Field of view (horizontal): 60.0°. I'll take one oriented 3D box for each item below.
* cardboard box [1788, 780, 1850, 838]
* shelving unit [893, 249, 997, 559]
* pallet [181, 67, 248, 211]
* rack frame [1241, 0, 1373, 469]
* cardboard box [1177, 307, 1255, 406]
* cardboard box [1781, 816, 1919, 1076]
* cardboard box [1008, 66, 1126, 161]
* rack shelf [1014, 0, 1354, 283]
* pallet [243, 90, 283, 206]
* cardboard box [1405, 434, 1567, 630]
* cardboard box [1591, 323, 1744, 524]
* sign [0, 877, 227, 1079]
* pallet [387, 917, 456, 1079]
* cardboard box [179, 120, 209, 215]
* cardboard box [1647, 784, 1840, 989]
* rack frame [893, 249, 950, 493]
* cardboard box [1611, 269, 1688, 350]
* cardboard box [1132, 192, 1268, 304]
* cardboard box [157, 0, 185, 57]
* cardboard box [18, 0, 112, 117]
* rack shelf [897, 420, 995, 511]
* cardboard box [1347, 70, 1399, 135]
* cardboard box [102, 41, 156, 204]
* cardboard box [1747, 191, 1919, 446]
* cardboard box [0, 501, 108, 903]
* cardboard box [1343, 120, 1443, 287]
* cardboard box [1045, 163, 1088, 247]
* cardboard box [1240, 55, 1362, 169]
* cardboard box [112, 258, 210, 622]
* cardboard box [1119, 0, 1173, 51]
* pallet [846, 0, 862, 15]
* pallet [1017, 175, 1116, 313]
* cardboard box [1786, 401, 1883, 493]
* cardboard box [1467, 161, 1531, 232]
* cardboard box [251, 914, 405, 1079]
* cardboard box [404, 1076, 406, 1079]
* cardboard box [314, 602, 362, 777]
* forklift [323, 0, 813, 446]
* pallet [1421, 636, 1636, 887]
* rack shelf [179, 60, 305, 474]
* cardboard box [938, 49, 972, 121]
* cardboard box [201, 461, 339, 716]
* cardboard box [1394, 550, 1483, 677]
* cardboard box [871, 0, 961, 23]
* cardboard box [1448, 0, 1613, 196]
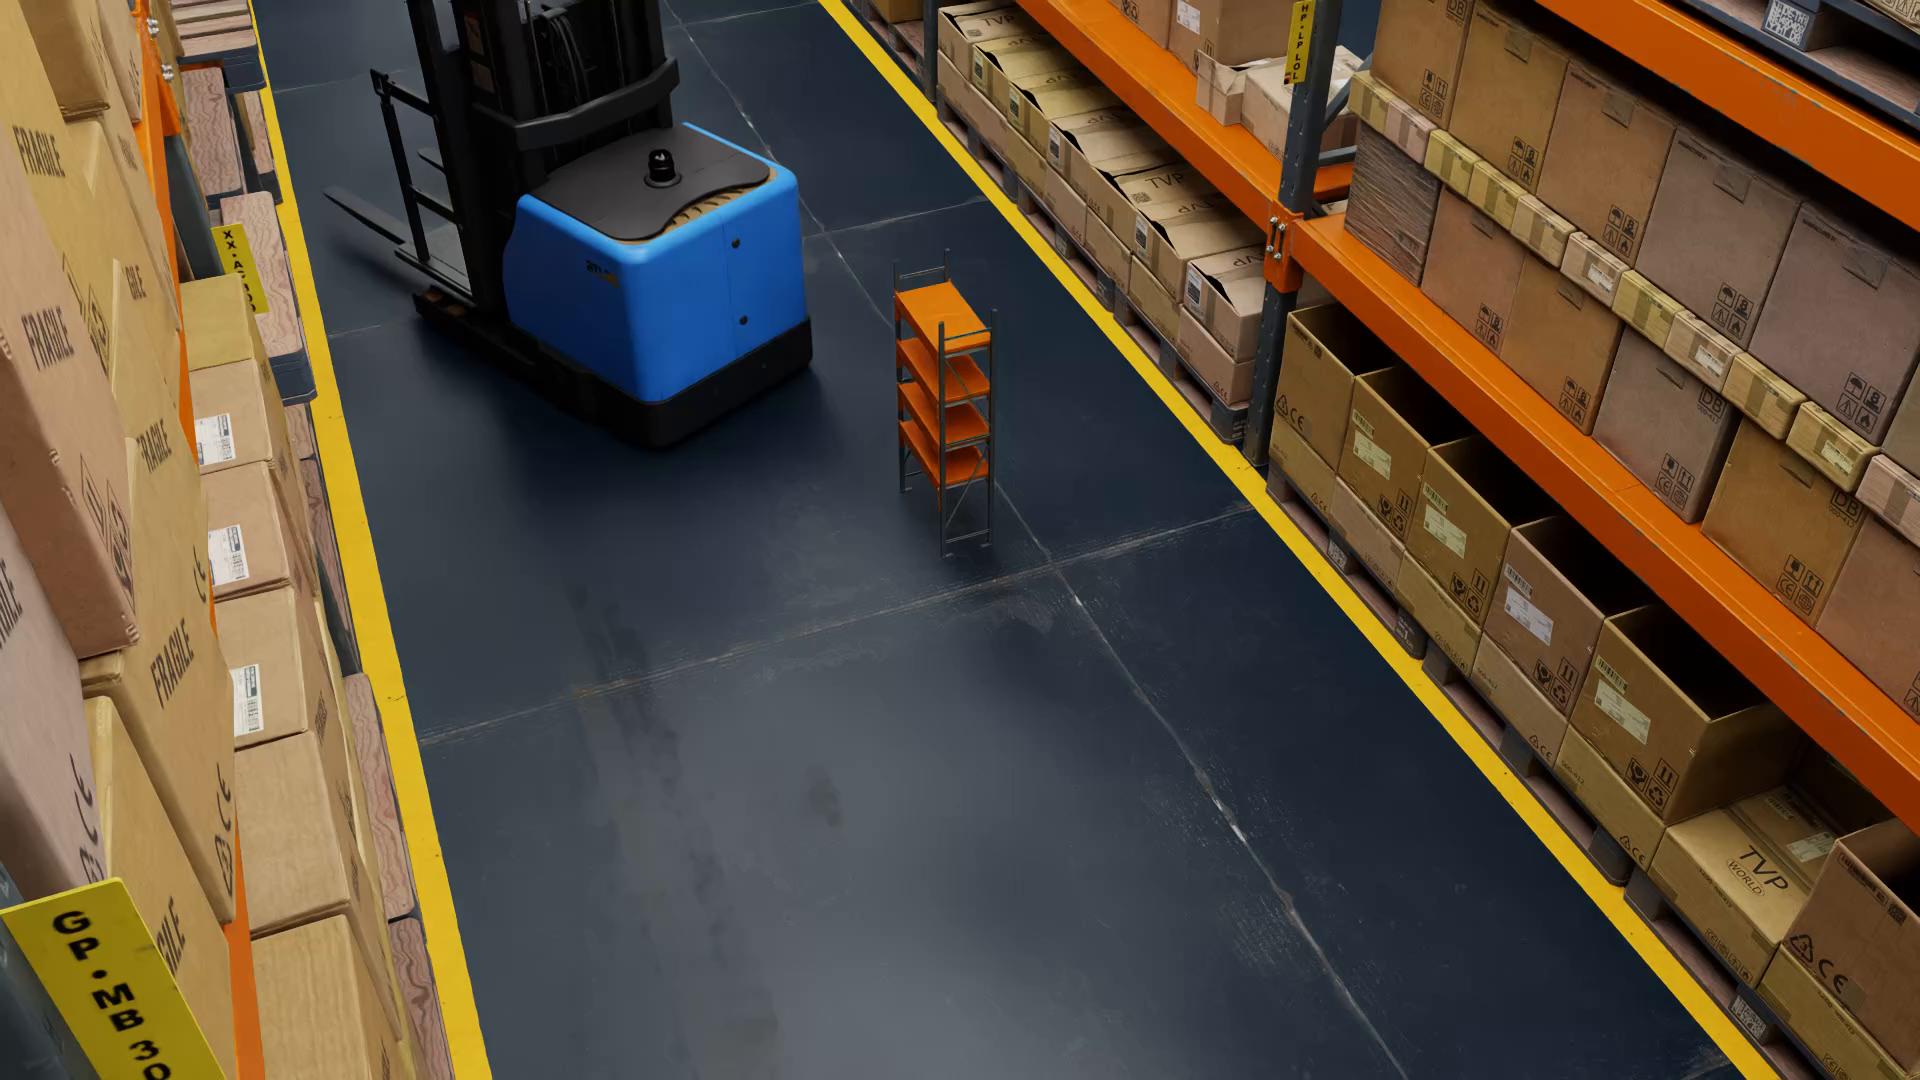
[{"bbox_3d":[3.127,0.991,5.584,0.500,0.250,0.500,-15,43,-17],"label":"cardboard box"},{"bbox_3d":[-0.063,-0.555,6.975,0.258,1.200,0.503,-15,43,-17],"label":"shelving unit"},{"bbox_3d":[-3.520,-1.540,6.887,1.003,0.211,1.213,-15,43,-17],"label":"pallet"},{"bbox_3d":[1.791,-1.624,6.837,1.000,3.000,0.127,-15,43,-17],"label":"rack frame"},{"bbox_3d":[1.364,-0.918,7.803,0.500,0.250,0.500,-16,43,-17],"label":"cardboard box"},{"bbox_3d":[2.841,1.136,4.840,0.500,0.500,0.500,-15,43,-17],"label":"cardboard box"},{"bbox_3d":[0.591,-2.352,9.041,0.500,0.311,0.500,-16,43,-18],"label":"cardboard box"},{"bbox_3d":[1.026,-2.556,8.473,1.077,0.370,4.000,-15,43,-17],"label":"rack shelf"},{"bbox_3d":[-4.547,-2.231,9.683,1.003,0.211,1.213,-15,43,-17],"label":"pallet"},{"bbox_3d":[2.062,-0.065,6.236,0.500,0.500,0.500,-15,43,-17],"label":"cardboard box"},{"bbox_3d":[2.560,-0.468,5.417,0.700,0.500,0.500,-14,43,-16],"label":"cardboard box"},{"bbox_3d":[-0.753,0.420,1.490,0.100,0.325,0.005,-15,43,-17],"label":"sign"},{"bbox_3d":[-2.024,1.804,4.991,1.003,0.211,1.213,-15,43,-17],"label":"pallet"},{"bbox_3d":[-3.155,-1.244,5.982,0.700,0.500,0.500,-11,42,-12],"label":"cardboard box"},{"bbox_3d":[2.641,1.122,5.432,0.500,0.250,0.500,-15,43,-17],"label":"cardboard box"},{"bbox_3d":[-0.157,-0.702,7.146,0.240,1.200,0.015,-15,43,-17],"label":"rack frame"},{"bbox_3d":[2.311,-0.765,5.265,0.380,0.149,0.250,-15,43,-17],"label":"cardboard box"},{"bbox_3d":[1.166,-1.437,7.977,0.500,0.311,0.500,-14,43,-16],"label":"cardboard box"},{"bbox_3d":[-3.887,-2.389,7.314,0.700,0.500,0.500,-19,44,-21],"label":"cardboard box"},{"bbox_3d":[-1.913,-1.074,3.039,0.500,0.500,0.500,-17,43,-18],"label":"cardboard box"},{"bbox_3d":[-0.063,-0.353,7.148,0.258,0.148,0.480,-15,43,-17],"label":"rack shelf"},{"bbox_3d":[1.715,-1.697,6.349,0.380,0.149,0.250,-15,43,-17],"label":"cardboard box"},{"bbox_3d":[-2.181,-1.018,3.741,0.500,0.500,0.500,-19,44,-20],"label":"cardboard box"},{"bbox_3d":[2.735,-0.679,4.667,0.700,0.500,0.500,-15,43,-17],"label":"cardboard box"},{"bbox_3d":[-1.177,0.170,1.593,0.500,0.500,0.500,-18,44,-20],"label":"cardboard box"},{"bbox_3d":[1.967,-1.396,6.496,0.700,0.500,0.500,-16,43,-18],"label":"cardboard box"},{"bbox_3d":[0.783,-1.838,8.873,0.500,0.250,0.500,-14,43,-16],"label":"cardboard box"},{"bbox_3d":[1.562,-1.852,7.219,0.500,0.250,0.500,-13,42,-14],"label":"cardboard box"},{"bbox_3d":[-1.526,-0.067,2.634,0.500,0.500,0.500,-13,42,-15],"label":"cardboard box"},{"bbox_3d":[1.119,-2.747,8.067,0.500,0.500,0.500,-15,43,-17],"label":"cardboard box"},{"bbox_3d":[-0.453,-4.169,11.936,1.003,0.211,1.213,-15,43,-17],"label":"pallet"},{"bbox_3d":[1.002,-1.736,9.107,1.003,0.211,1.213,-15,43,-17],"label":"pallet"},{"bbox_3d":[2.605,-0.302,4.726,0.380,0.149,0.250,-14,43,-16],"label":"cardboard box"},{"bbox_3d":[2.013,-1.233,5.810,0.380,0.149,0.250,-15,43,-17],"label":"cardboard box"},{"bbox_3d":[-1.339,1.126,3.164,0.500,0.500,0.500,-15,43,-17],"label":"cardboard box"},{"bbox_3d":[-1.359,1.391,3.432,0.500,0.250,0.500,-16,43,-18],"label":"cardboard box"},{"bbox_3d":[-1.933,0.475,4.497,0.500,0.250,0.500,-15,43,-17],"label":"cardboard box"},{"bbox_3d":[-2.158,-2.372,7.760,3.031,2.935,1.130,30,49,30],"label":"forklift"},{"bbox_3d":[2.527,0.659,6.321,1.003,0.211,1.213,-15,43,-17],"label":"pallet"},{"bbox_3d":[-3.550,-1.317,7.033,1.077,0.370,4.000,-15,43,-17],"label":"rack shelf"},{"bbox_3d":[0.190,-2.761,9.947,0.500,0.250,0.500,-15,43,-17],"label":"cardboard box"},{"bbox_3d":[-1.939,0.192,4.250,0.500,0.500,0.500,-16,43,-18],"label":"cardboard box"},{"bbox_3d":[2.061,0.220,6.481,0.500,0.250,0.500,-15,43,-17],"label":"cardboard box"},{"bbox_3d":[-0.314,-3.757,10.898,0.500,0.500,0.500,-14,43,-15],"label":"cardboard box"},{"bbox_3d":[2.161,-1.584,5.719,0.700,0.500,0.500,-15,43,-17],"label":"cardboard box"}]
